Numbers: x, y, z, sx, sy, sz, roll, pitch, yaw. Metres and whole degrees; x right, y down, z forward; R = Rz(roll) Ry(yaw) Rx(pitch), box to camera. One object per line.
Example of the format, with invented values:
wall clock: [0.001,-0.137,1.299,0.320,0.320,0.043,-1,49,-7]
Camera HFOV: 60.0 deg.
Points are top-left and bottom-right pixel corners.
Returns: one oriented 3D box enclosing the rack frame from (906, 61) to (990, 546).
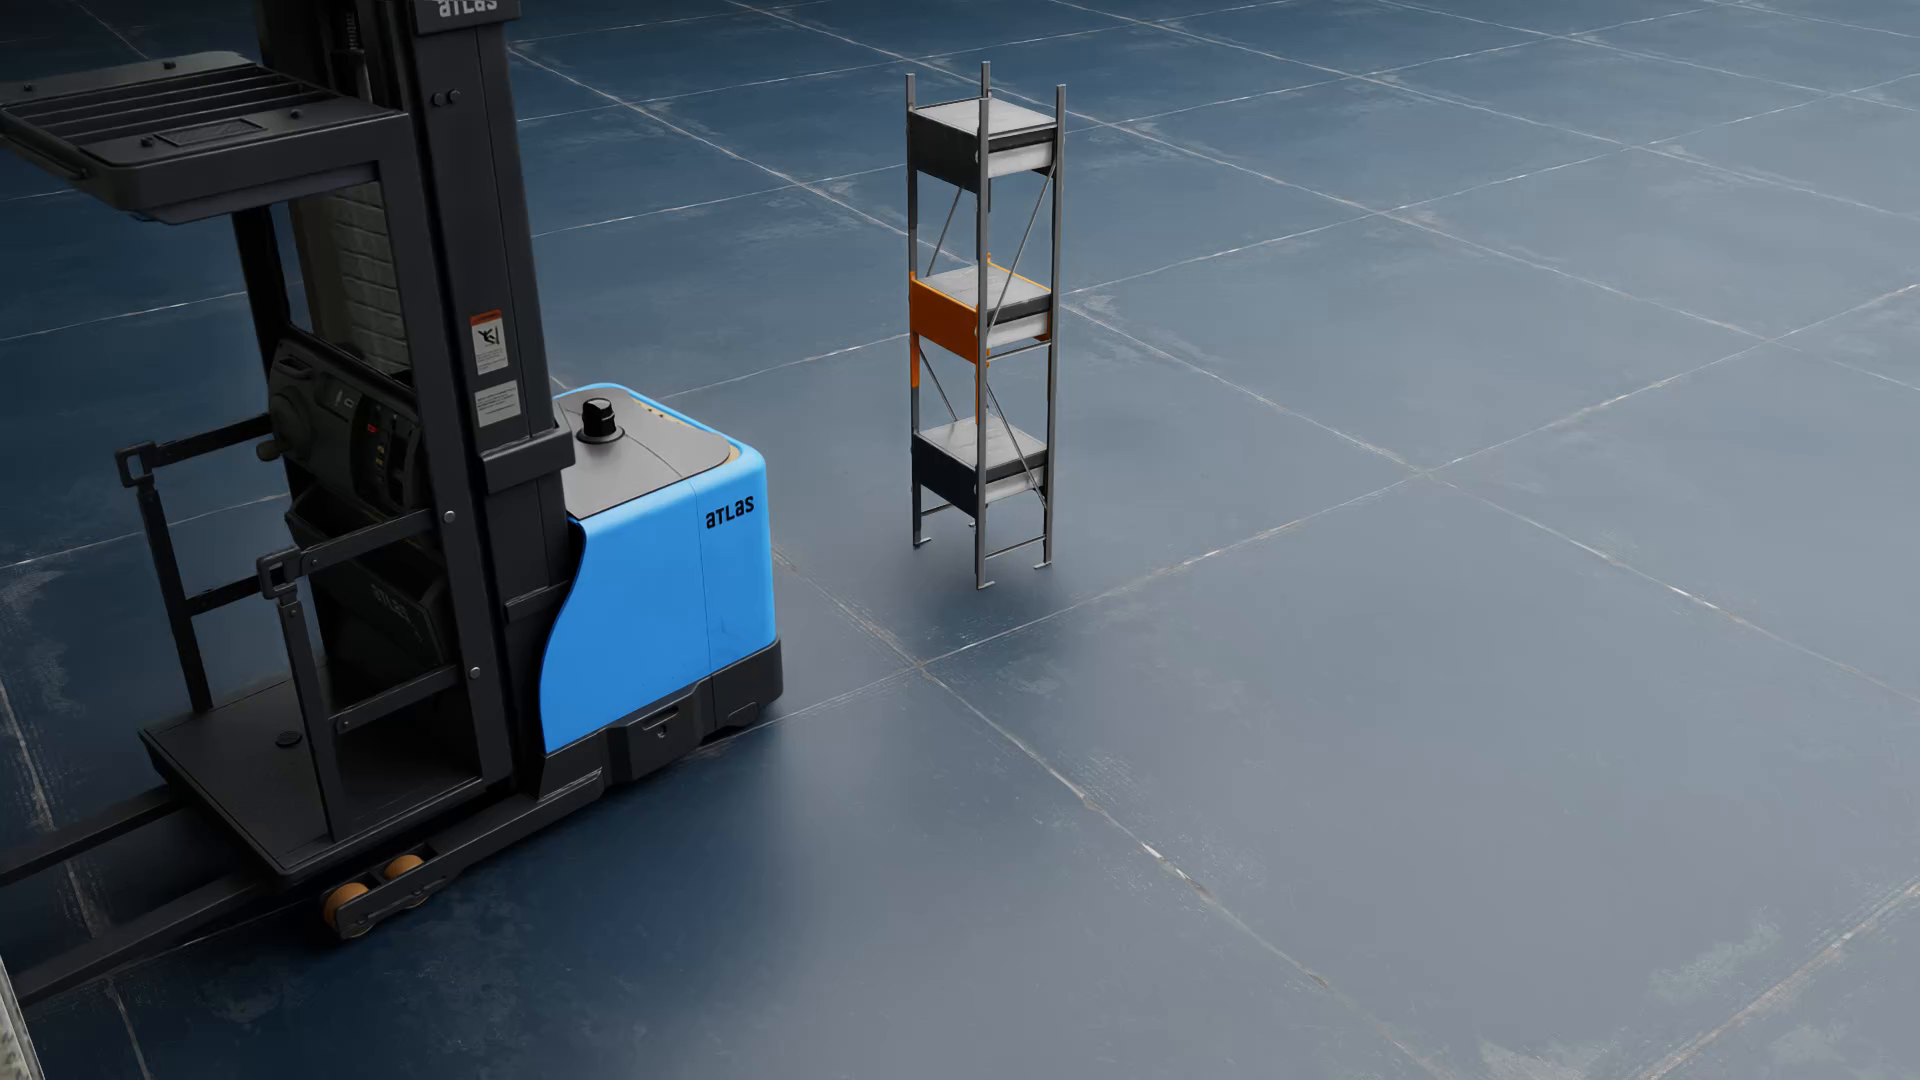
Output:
rack frame: [-0.046,-0.953,7.106,0.400,2.100,0.015,-19,34,-31]

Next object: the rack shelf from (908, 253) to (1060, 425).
rack shelf: [0.096,-0.846,6.938,0.431,0.518,0.480,-19,34,-31]

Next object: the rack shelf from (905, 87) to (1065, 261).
rack shelf: [0.096,-1.461,6.604,0.431,0.518,0.480,-19,34,-31]

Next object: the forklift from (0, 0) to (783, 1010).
forklift: [-2.069,-0.314,5.059,1.130,2.935,3.031,25,37,38]

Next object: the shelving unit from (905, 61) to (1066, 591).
shelving unit: [0.096,-0.858,6.932,0.431,2.100,0.503,-19,34,-31]

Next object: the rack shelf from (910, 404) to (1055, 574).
rack shelf: [0.096,-0.231,7.272,0.431,0.518,0.480,-19,34,-31]

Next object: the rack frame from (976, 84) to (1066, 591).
rack frame: [0.238,-0.763,6.757,0.400,2.100,0.015,-19,34,-31]
